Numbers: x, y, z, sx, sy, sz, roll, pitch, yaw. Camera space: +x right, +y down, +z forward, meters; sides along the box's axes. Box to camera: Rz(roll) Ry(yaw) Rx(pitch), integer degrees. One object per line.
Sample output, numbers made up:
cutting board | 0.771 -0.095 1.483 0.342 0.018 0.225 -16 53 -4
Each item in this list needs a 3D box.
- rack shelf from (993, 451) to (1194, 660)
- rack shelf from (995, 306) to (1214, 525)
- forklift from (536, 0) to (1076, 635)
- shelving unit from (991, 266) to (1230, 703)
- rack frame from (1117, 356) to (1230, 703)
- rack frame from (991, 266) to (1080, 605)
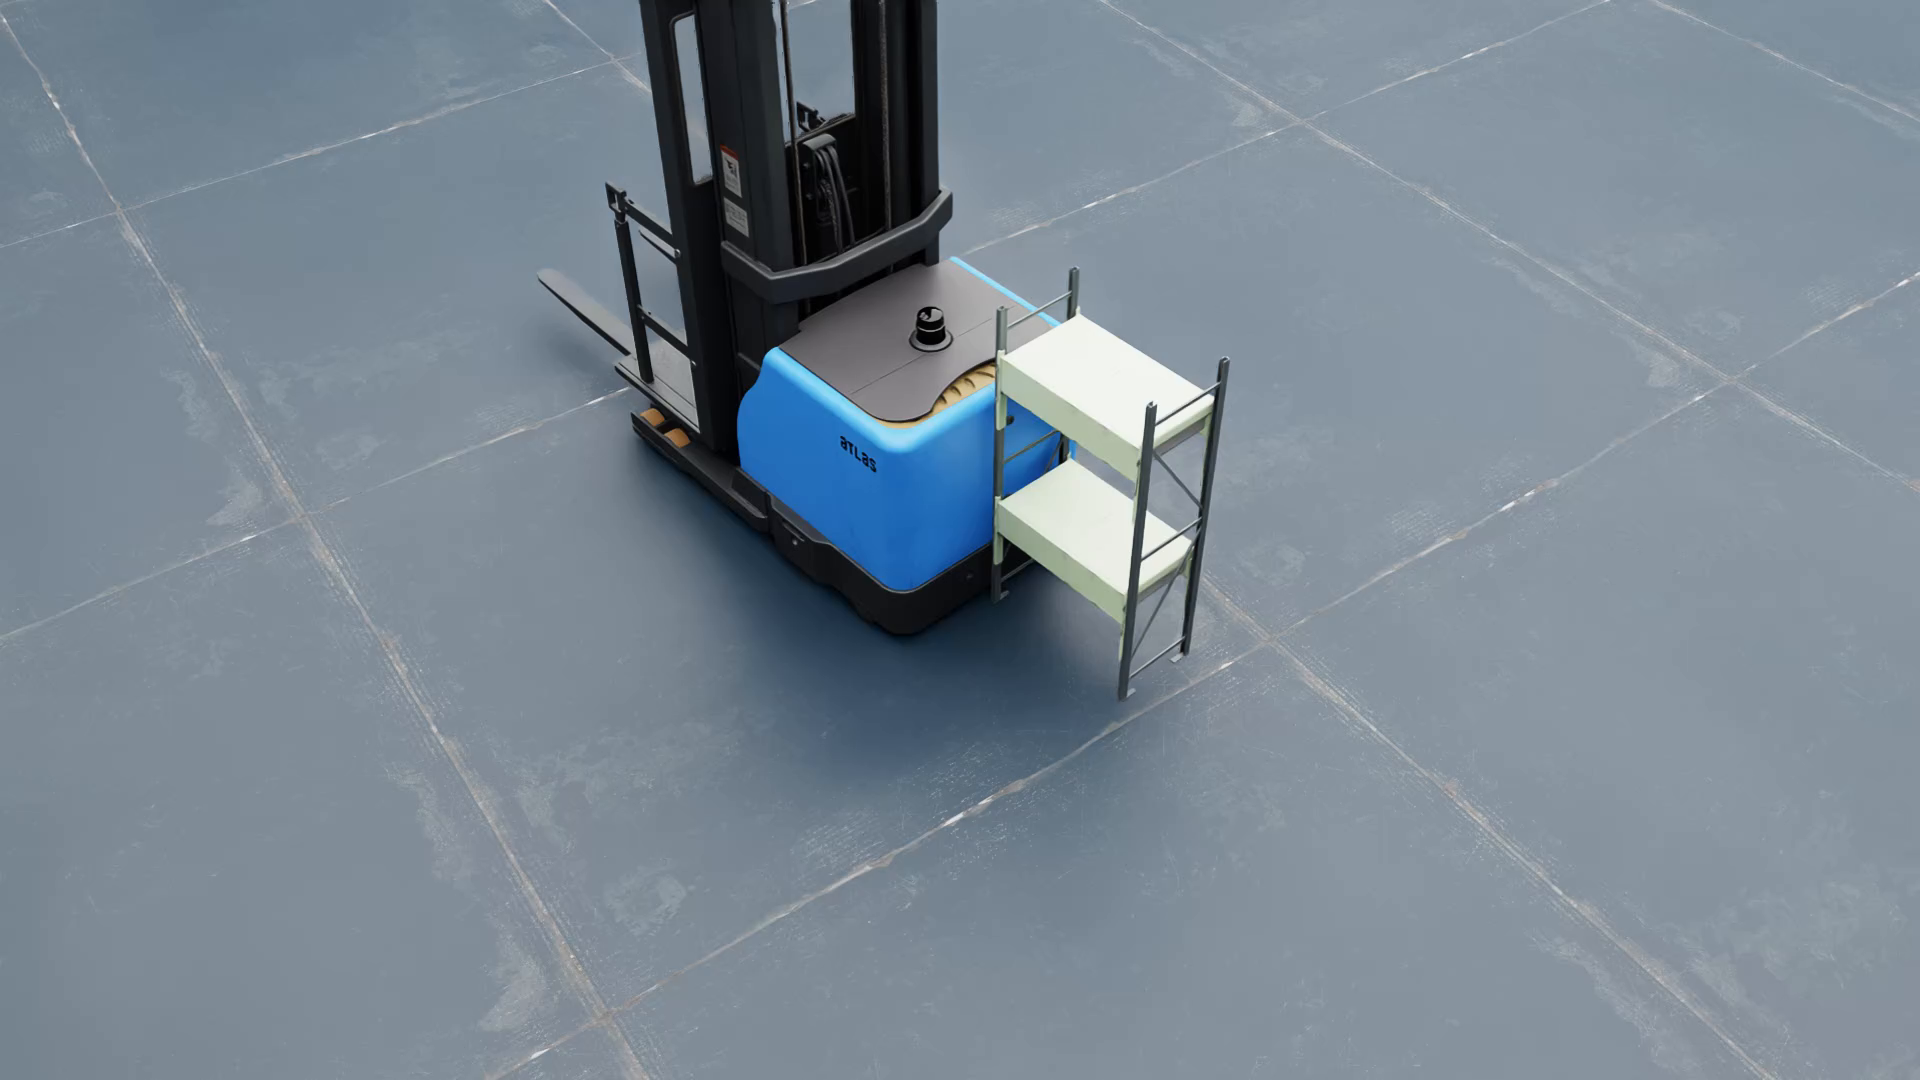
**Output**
rack shelf | 0.530 0.053 6.572 0.431 0.370 0.720 -32 52 -29
rack shelf | 0.530 -0.465 6.077 0.431 0.370 0.720 -32 52 -29
forklift | -0.860 -1.613 6.808 1.130 2.935 3.031 -32 52 -29
shelving unit | 0.530 -0.183 6.347 0.431 1.500 0.755 -32 52 -29
rack frame | 0.775 0.005 6.150 0.400 1.500 0.023 -32 52 -29
rack frame | 0.285 -0.371 6.543 0.400 1.500 0.023 -32 52 -29
